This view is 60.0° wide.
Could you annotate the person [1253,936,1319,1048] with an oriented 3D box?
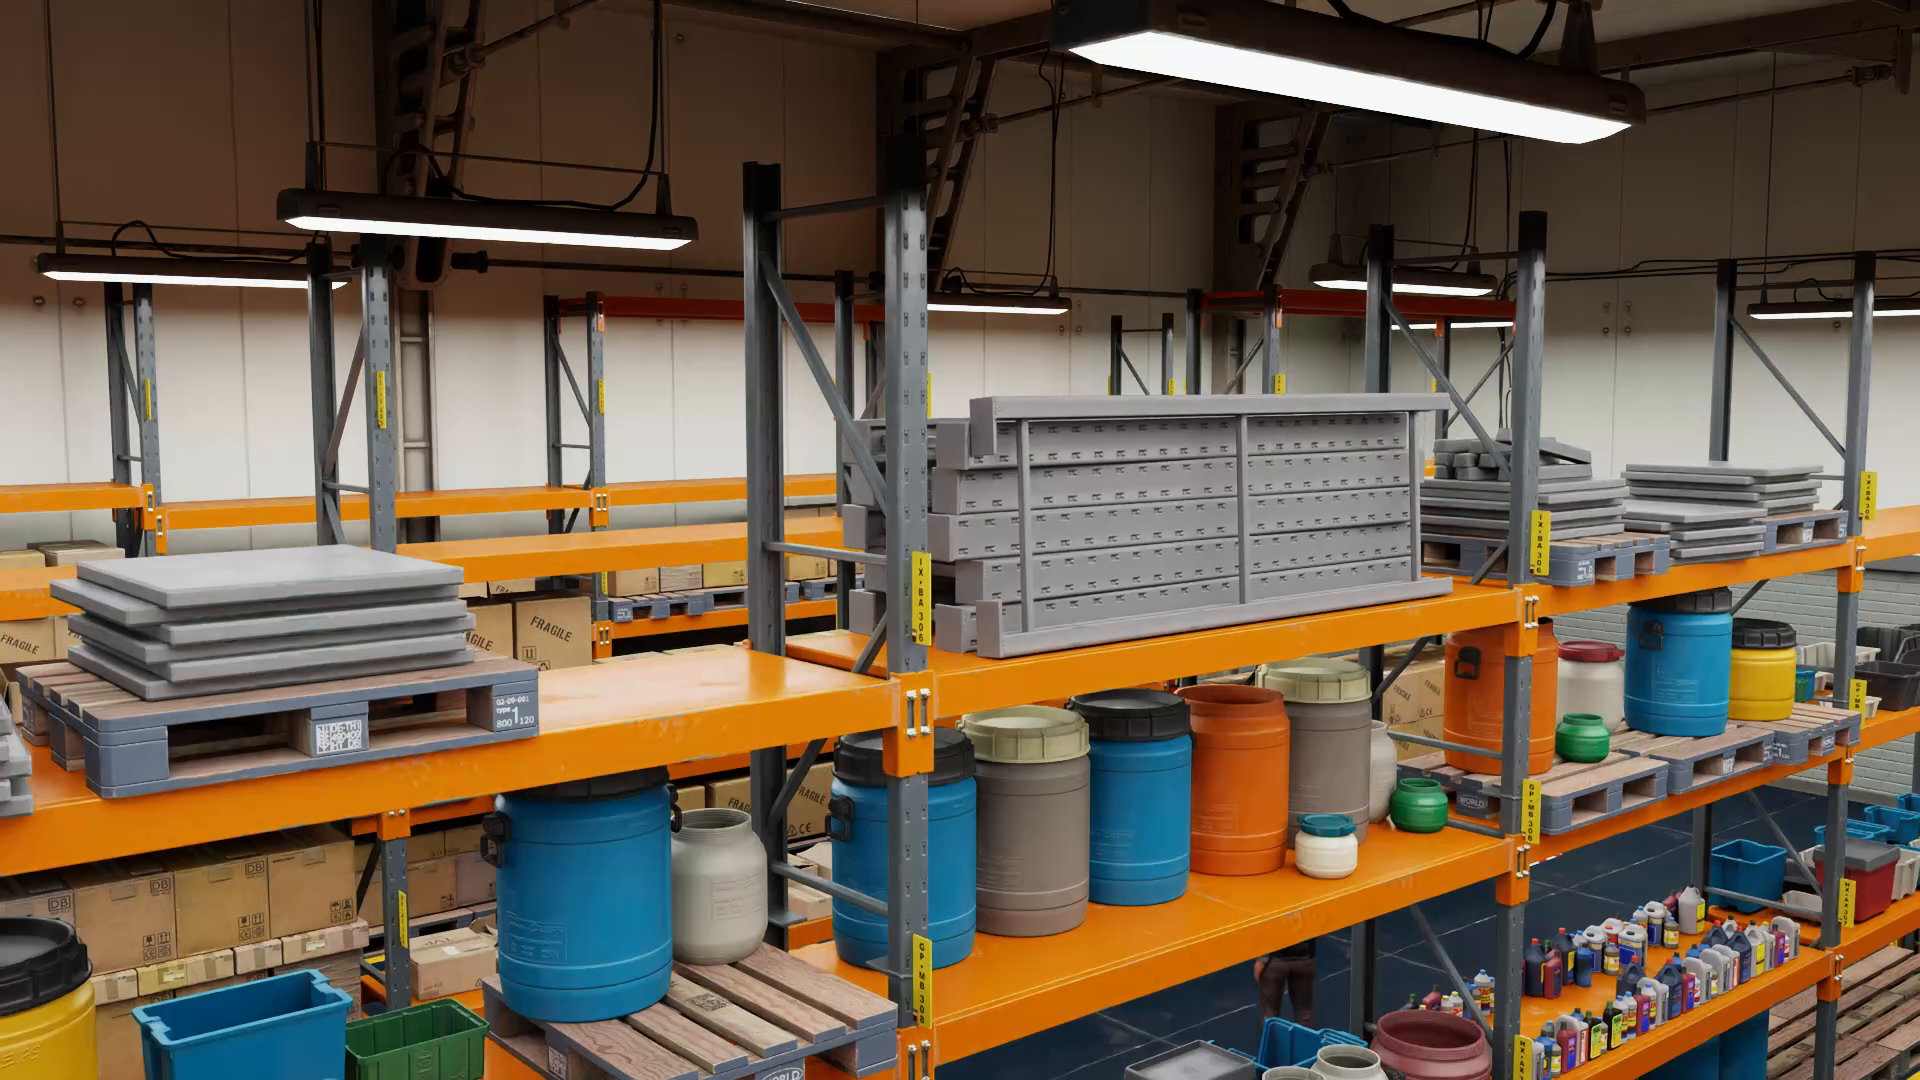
[{"bbox_3d":[2.429,3.124,12.361,0.539,1.722,0.474,-1,6,-12],"label":"person"}]
